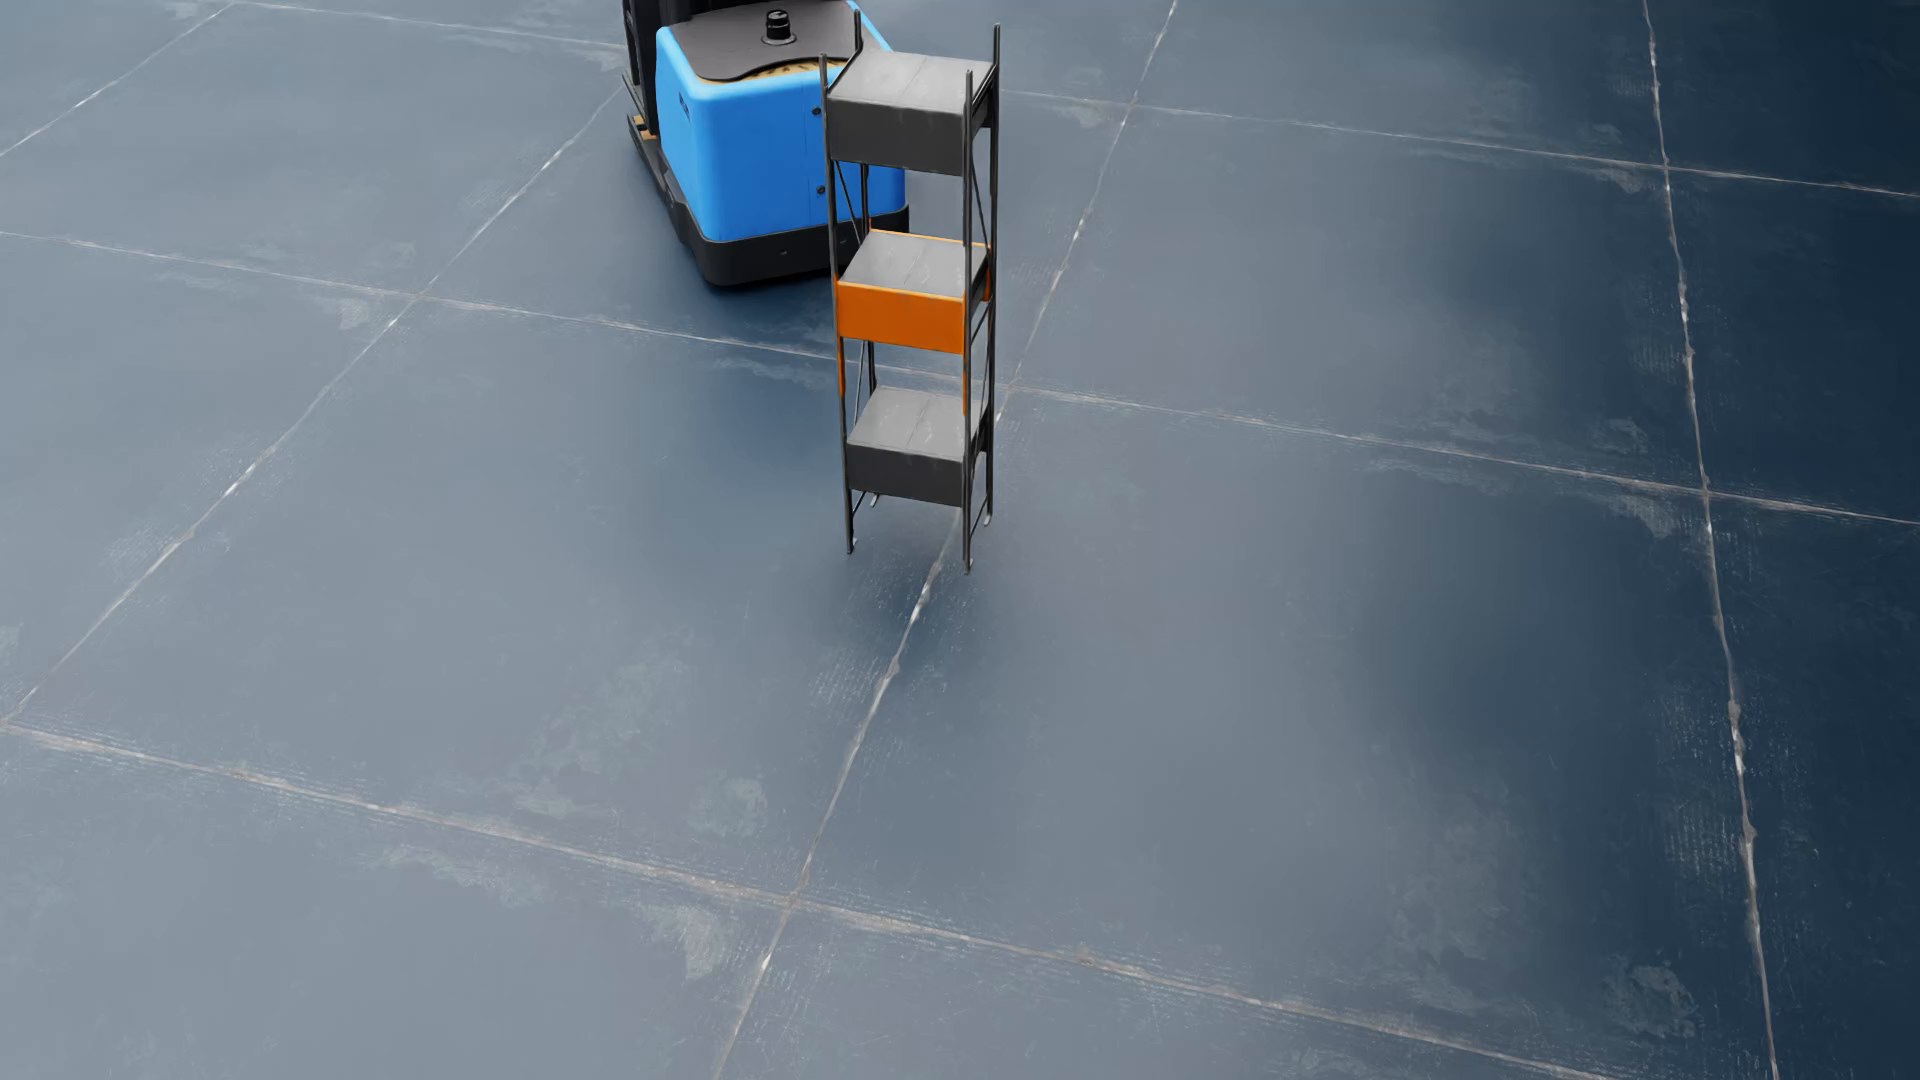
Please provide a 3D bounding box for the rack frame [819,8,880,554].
[{"bbox_3d":[-0.396,-0.872,6.156,0.015,2.100,0.400,10,41,11],"label":"rack frame"}]

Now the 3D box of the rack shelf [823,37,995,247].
[{"bbox_3d":[-0.160,-1.357,5.666,0.480,0.518,0.431,10,41,11],"label":"rack shelf"}]

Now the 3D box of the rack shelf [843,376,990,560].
[{"bbox_3d":[-0.160,-0.285,6.566,0.480,0.518,0.431,10,41,11],"label":"rack shelf"}]

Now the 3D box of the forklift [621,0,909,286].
[{"bbox_3d":[-1.233,-3.318,8.422,1.130,2.935,3.031,-13,42,-15],"label":"forklift"}]

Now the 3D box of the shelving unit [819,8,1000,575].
[{"bbox_3d":[-0.160,-0.832,6.107,0.503,2.100,0.431,10,41,11],"label":"shelving unit"}]

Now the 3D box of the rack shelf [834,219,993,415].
[{"bbox_3d":[-0.160,-0.821,6.116,0.480,0.518,0.431,10,41,11],"label":"rack shelf"}]

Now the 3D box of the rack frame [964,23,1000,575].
[{"bbox_3d":[0.076,-0.791,6.059,0.015,2.100,0.400,10,41,11],"label":"rack frame"}]
